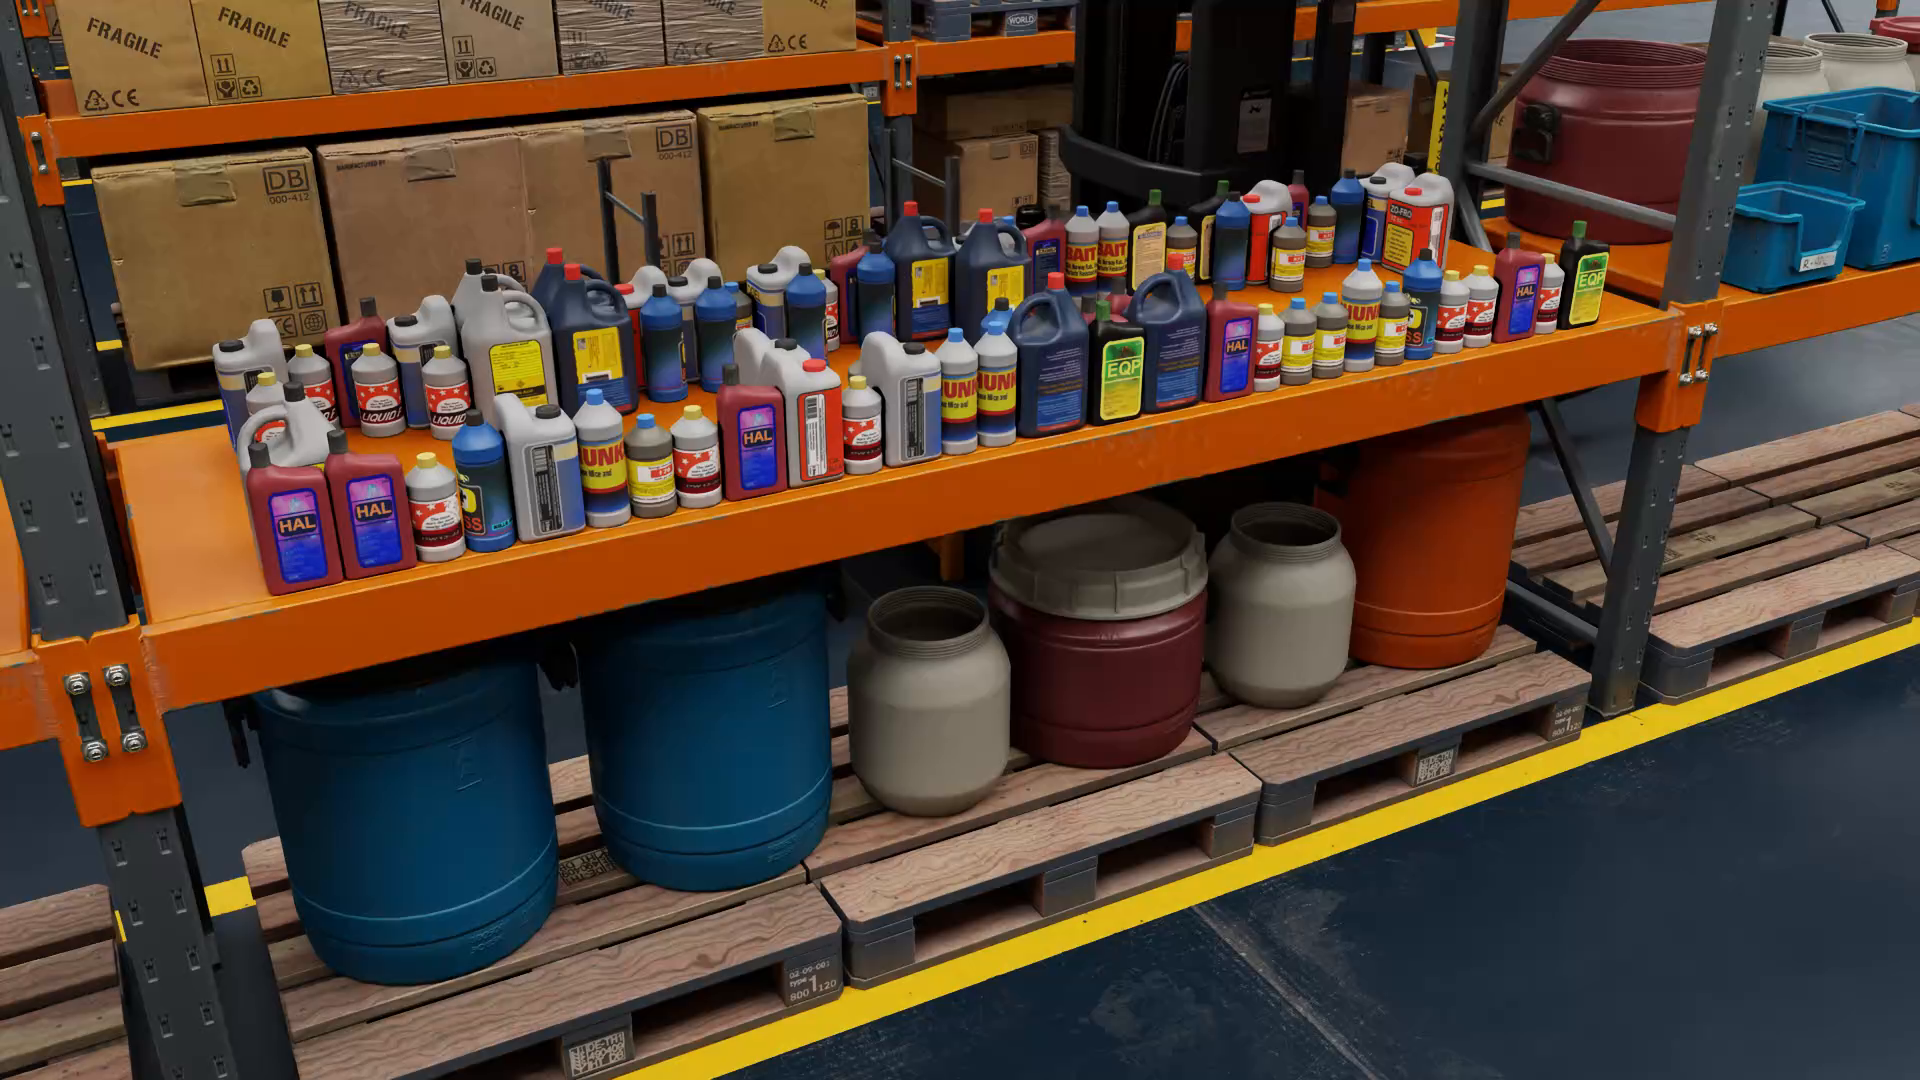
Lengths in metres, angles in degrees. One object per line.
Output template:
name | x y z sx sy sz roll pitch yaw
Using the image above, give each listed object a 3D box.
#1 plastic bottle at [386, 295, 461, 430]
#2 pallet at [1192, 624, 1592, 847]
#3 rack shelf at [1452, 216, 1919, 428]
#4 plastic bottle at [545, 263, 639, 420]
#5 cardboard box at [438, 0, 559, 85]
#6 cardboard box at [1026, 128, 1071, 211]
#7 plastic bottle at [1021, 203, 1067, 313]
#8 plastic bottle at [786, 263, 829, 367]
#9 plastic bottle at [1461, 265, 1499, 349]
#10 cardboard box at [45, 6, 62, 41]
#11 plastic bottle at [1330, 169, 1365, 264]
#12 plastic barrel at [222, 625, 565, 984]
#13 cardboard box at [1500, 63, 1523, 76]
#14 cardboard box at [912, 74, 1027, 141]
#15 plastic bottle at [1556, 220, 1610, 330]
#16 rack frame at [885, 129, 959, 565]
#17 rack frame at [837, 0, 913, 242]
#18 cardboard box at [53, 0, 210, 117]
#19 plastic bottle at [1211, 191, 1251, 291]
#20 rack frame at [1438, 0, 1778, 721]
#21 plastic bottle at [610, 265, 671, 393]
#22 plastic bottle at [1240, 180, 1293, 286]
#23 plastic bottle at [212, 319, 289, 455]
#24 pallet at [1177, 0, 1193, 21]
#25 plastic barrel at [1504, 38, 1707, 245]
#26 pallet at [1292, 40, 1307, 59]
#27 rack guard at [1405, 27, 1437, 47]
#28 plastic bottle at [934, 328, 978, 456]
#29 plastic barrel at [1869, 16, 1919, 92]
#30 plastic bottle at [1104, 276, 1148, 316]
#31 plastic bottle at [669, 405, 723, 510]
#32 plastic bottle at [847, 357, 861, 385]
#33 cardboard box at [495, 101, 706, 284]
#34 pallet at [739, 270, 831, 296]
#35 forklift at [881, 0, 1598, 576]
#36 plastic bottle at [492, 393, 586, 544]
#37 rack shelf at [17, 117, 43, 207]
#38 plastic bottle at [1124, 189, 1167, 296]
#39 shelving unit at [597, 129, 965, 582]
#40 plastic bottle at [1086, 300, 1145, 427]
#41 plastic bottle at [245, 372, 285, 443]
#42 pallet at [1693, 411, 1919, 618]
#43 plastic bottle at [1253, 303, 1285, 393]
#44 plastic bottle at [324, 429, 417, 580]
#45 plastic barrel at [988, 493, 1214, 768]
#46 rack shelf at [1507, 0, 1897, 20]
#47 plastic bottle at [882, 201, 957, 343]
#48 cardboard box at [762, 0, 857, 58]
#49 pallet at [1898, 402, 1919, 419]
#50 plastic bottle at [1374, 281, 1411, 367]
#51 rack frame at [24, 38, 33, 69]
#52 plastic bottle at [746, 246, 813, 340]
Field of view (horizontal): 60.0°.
plastic bottle | -1.216 -0.409 3.780 0.135 0.276 0.152 -13 29 -25
pallet | 1.120 0.432 5.106 1.213 0.211 1.003 -13 29 -25
rack shelf | 3.560 -1.085 5.875 4.000 0.370 1.077 -13 29 -25
plastic bottle | -0.846 -0.459 3.798 0.185 0.351 0.144 -13 29 -25
cardboard box | -2.203 -2.433 7.737 0.500 0.500 0.500 -12 28 -24
cardboard box | 0.530 -2.227 9.802 0.500 0.500 0.700 -16 30 -29
plastic bottle | 0.221 -0.766 4.515 0.133 0.283 0.061 -13 29 -25
plastic bottle | -0.372 -0.541 4.059 0.097 0.271 0.097 0 26 0
plastic bottle | 1.325 -0.603 4.270 0.097 0.201 0.097 0 26 0
cardboard box | -8.218 -5.251 15.692 0.875 0.875 0.875 -12 28 -24
plastic bottle | 1.146 -0.966 4.944 0.097 0.271 0.097 0 26 0
plastic barrel | -1.246 0.465 3.754 0.708 0.901 0.600 -13 29 -25
cardboard box | 3.868 -2.956 11.344 0.500 0.500 0.500 -4 26 -9
cardboard box | 0.042 -2.451 9.402 0.500 0.250 0.500 -12 28 -23
plastic bottle | 1.639 -0.704 4.385 0.133 0.283 0.061 -13 29 -25
rack frame | -0.131 -0.646 5.863 0.032 1.500 0.500 -13 28 -25
rack frame | -0.535 -2.893 8.810 0.127 3.000 1.000 -13 29 -25
cardboard box | -3.541 -2.122 7.088 0.500 0.500 0.500 -13 29 -25
plastic bottle | 0.767 -0.848 4.700 0.097 0.271 0.097 0 26 0
rack frame | 1.796 -1.002 4.870 0.127 3.000 1.000 -13 29 -25
plastic bottle | -0.771 -0.512 3.994 0.135 0.276 0.152 -13 29 -25
plastic bottle | 0.853 -0.887 4.775 0.135 0.276 0.152 -13 29 -25
plastic bottle | -1.538 -0.335 3.625 0.135 0.276 0.152 -13 29 -25
pallet | 1.192 -3.225 9.724 1.213 0.211 1.003 -13 29 -25
plastic barrel | 2.062 -1.273 5.279 0.708 0.536 0.600 -13 29 -25
pallet | 2.535 -4.741 15.880 1.213 0.211 1.003 -13 29 -25
rack guard | 4.300 -5.315 16.743 0.348 0.500 1.175 -13 29 -25
plastic bottle | -0.009 -0.327 3.613 0.097 0.271 0.097 0 26 0
plastic barrel | 3.348 -1.529 5.812 0.433 0.535 0.433 0 26 0
plastic bottle | 0.400 -0.488 3.936 0.133 0.283 0.061 -13 29 -25
plastic bottle | -0.536 -0.173 3.375 0.097 0.201 0.097 0 26 0
plastic bottle | -0.200 -0.326 3.692 0.097 0.201 0.097 0 26 0
cardboard box | -1.944 -1.813 8.531 0.875 0.875 1.225 -13 29 -25
pallet | -1.266 -1.504 9.139 1.213 0.211 1.003 -13 29 -25
forklift | 1.236 -1.603 6.203 3.031 2.935 1.130 -13 28 -25
plastic bottle | -0.823 -0.154 3.249 0.135 0.276 0.152 -13 29 -25
rack shelf | -5.829 -1.347 6.421 4.000 0.370 1.077 -13 29 -25
plastic bottle | 0.510 -0.833 4.655 0.133 0.283 0.061 -13 29 -25
shelving unit | -0.589 -0.542 5.646 1.083 1.500 0.587 -13 28 -25
plastic bottle | 0.350 -0.406 3.765 0.133 0.283 0.061 -13 29 -25
plastic bottle | -1.463 -0.257 3.550 0.097 0.201 0.097 0 26 0
pallet | 3.572 -0.134 6.286 1.213 0.211 1.003 -13 29 -25
plastic bottle | 0.724 -0.464 3.981 0.097 0.201 0.097 0 26 0
plastic bottle | -1.092 -0.073 3.072 0.133 0.283 0.061 -13 29 -25
plastic barrel | 0.375 0.232 4.601 0.708 0.588 0.600 -13 29 -25
rack shelf | 4.759 -3.791 11.511 4.000 0.370 1.077 -13 29 -25
plastic bottle | -0.105 -0.701 4.302 0.185 0.351 0.144 -13 29 -25
cardboard box | -0.854 -2.743 8.382 0.500 0.500 0.500 -12 28 -24
pallet | 4.650 -0.384 6.807 1.213 0.211 1.003 -13 29 -25
plastic bottle | 1.068 -0.544 4.146 0.097 0.201 0.097 0 26 0
rack frame | -8.728 -5.863 14.996 0.127 3.000 1.000 -13 29 -25
plastic bottle | -0.448 -0.586 4.149 0.135 0.276 0.152 -13 29 -25
